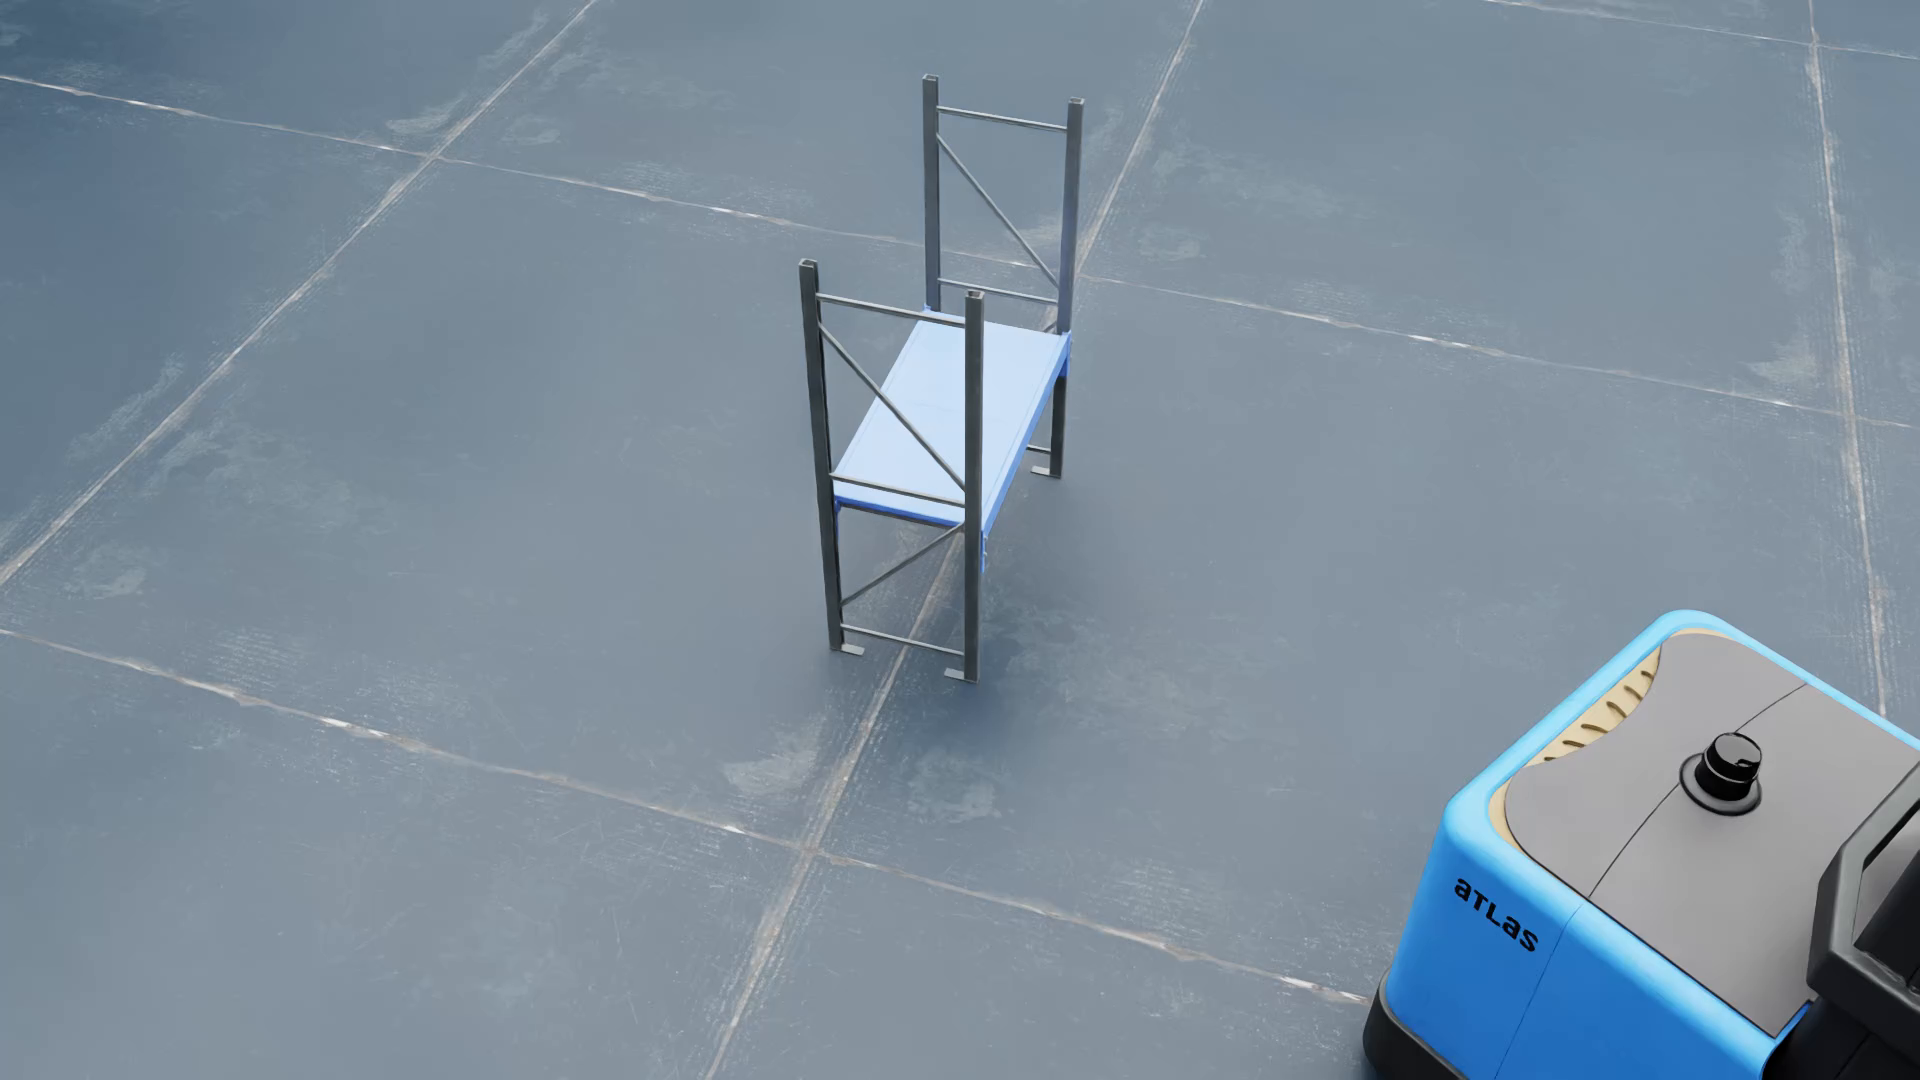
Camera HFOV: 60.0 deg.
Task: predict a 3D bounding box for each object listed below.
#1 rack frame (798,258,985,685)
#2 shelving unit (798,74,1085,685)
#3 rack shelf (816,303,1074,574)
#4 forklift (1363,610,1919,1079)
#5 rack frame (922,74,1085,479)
[{"bbox_3d":[-0.180,-0.140,4.821,0.500,1.500,0.032,13,46,12],"label":"rack frame"},{"bbox_3d":[-0.026,-0.479,5.167,0.538,1.500,1.048,13,46,12],"label":"shelving unit"},{"bbox_3d":[-0.026,-0.351,5.293,0.538,0.185,1.000,13,46,12],"label":"rack shelf"},{"bbox_3d":[2.393,0.862,2.773,1.130,2.935,3.031,-32,52,-28],"label":"forklift"},{"bbox_3d":[0.128,-0.818,5.514,0.500,1.500,0.032,13,46,12],"label":"rack frame"}]
